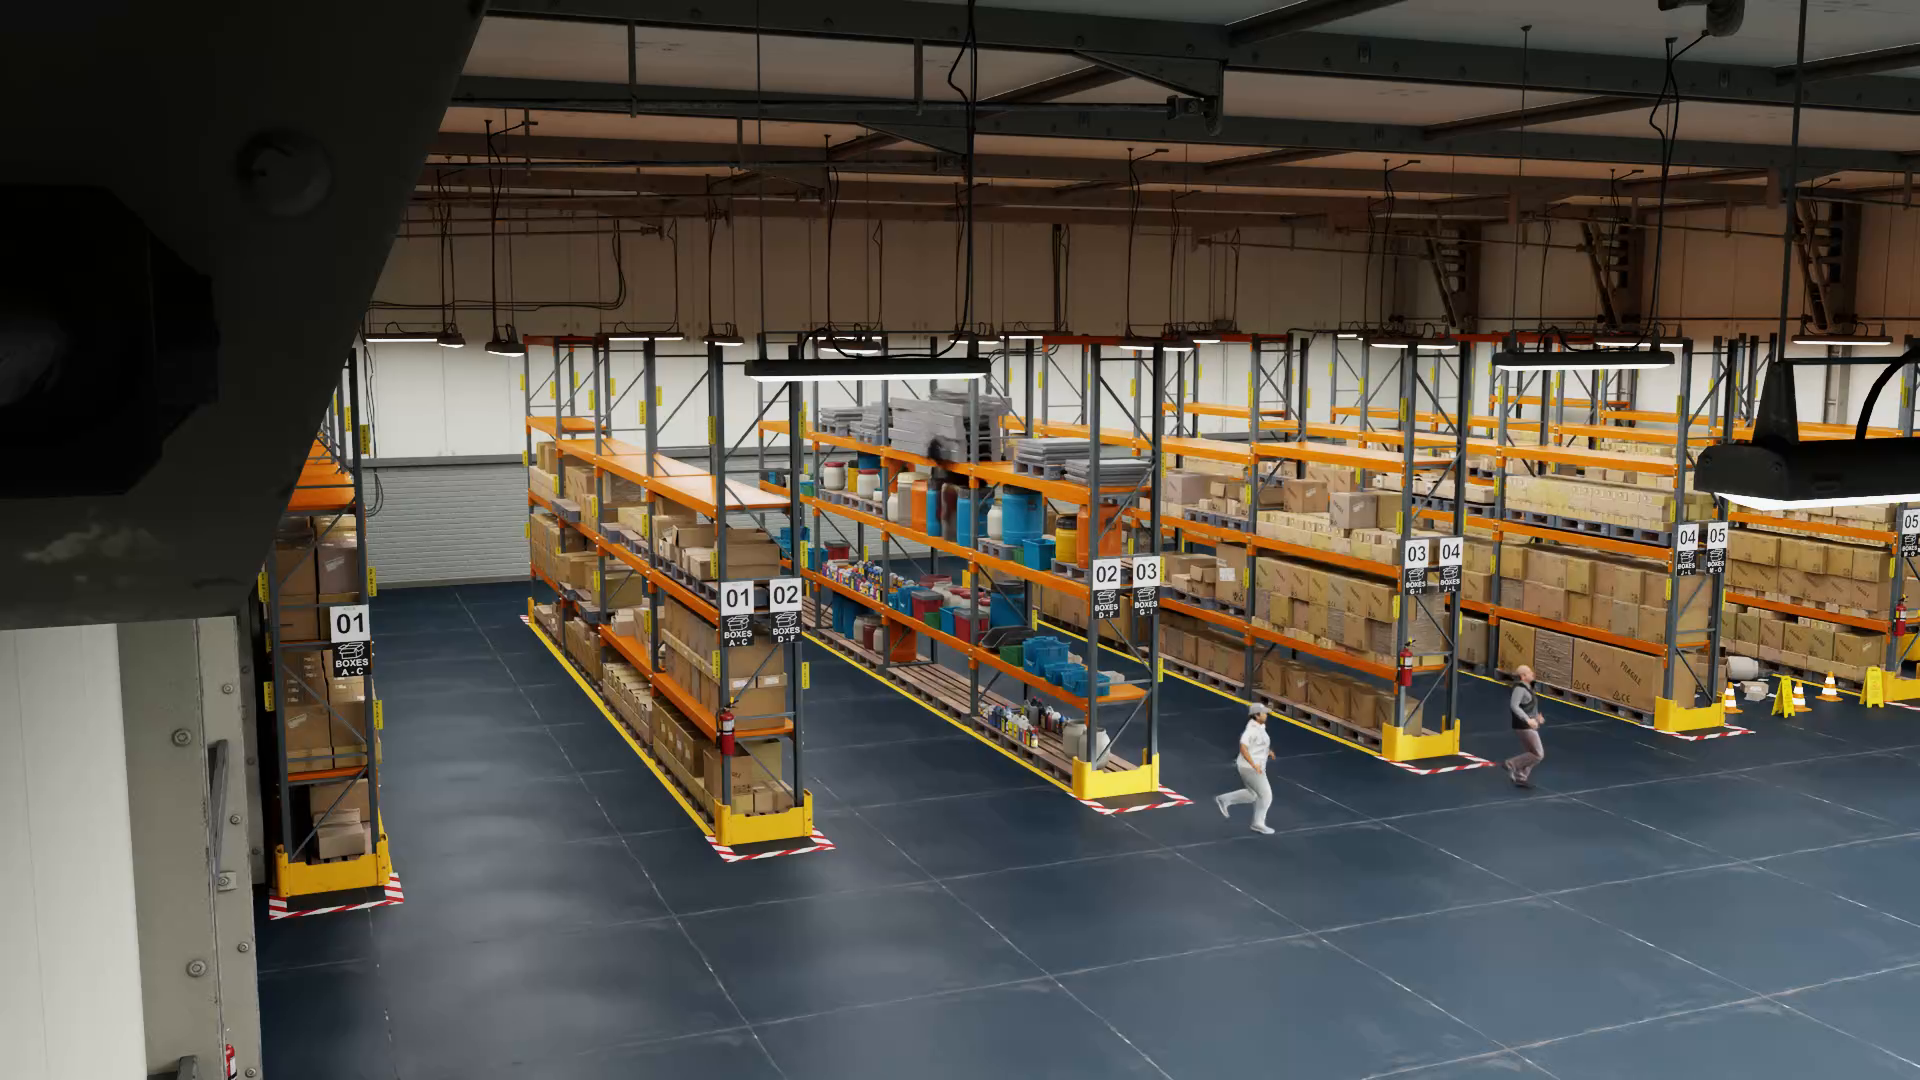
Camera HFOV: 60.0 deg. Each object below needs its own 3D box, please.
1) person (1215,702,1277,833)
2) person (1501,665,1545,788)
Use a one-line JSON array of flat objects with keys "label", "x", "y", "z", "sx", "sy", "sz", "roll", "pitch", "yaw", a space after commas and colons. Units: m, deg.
[{"label": "person", "x": 3.542, "y": 2.809, "z": 20.601, "sx": 0.751, "sy": 1.634, "sz": 0.591, "roll": 2, "pitch": 8, "yaw": 12}, {"label": "person", "x": 7.631, "y": 2.529, "z": 22.499, "sx": 0.538, "sy": 1.687, "sz": 0.672, "roll": 2, "pitch": 8, "yaw": 18}]
